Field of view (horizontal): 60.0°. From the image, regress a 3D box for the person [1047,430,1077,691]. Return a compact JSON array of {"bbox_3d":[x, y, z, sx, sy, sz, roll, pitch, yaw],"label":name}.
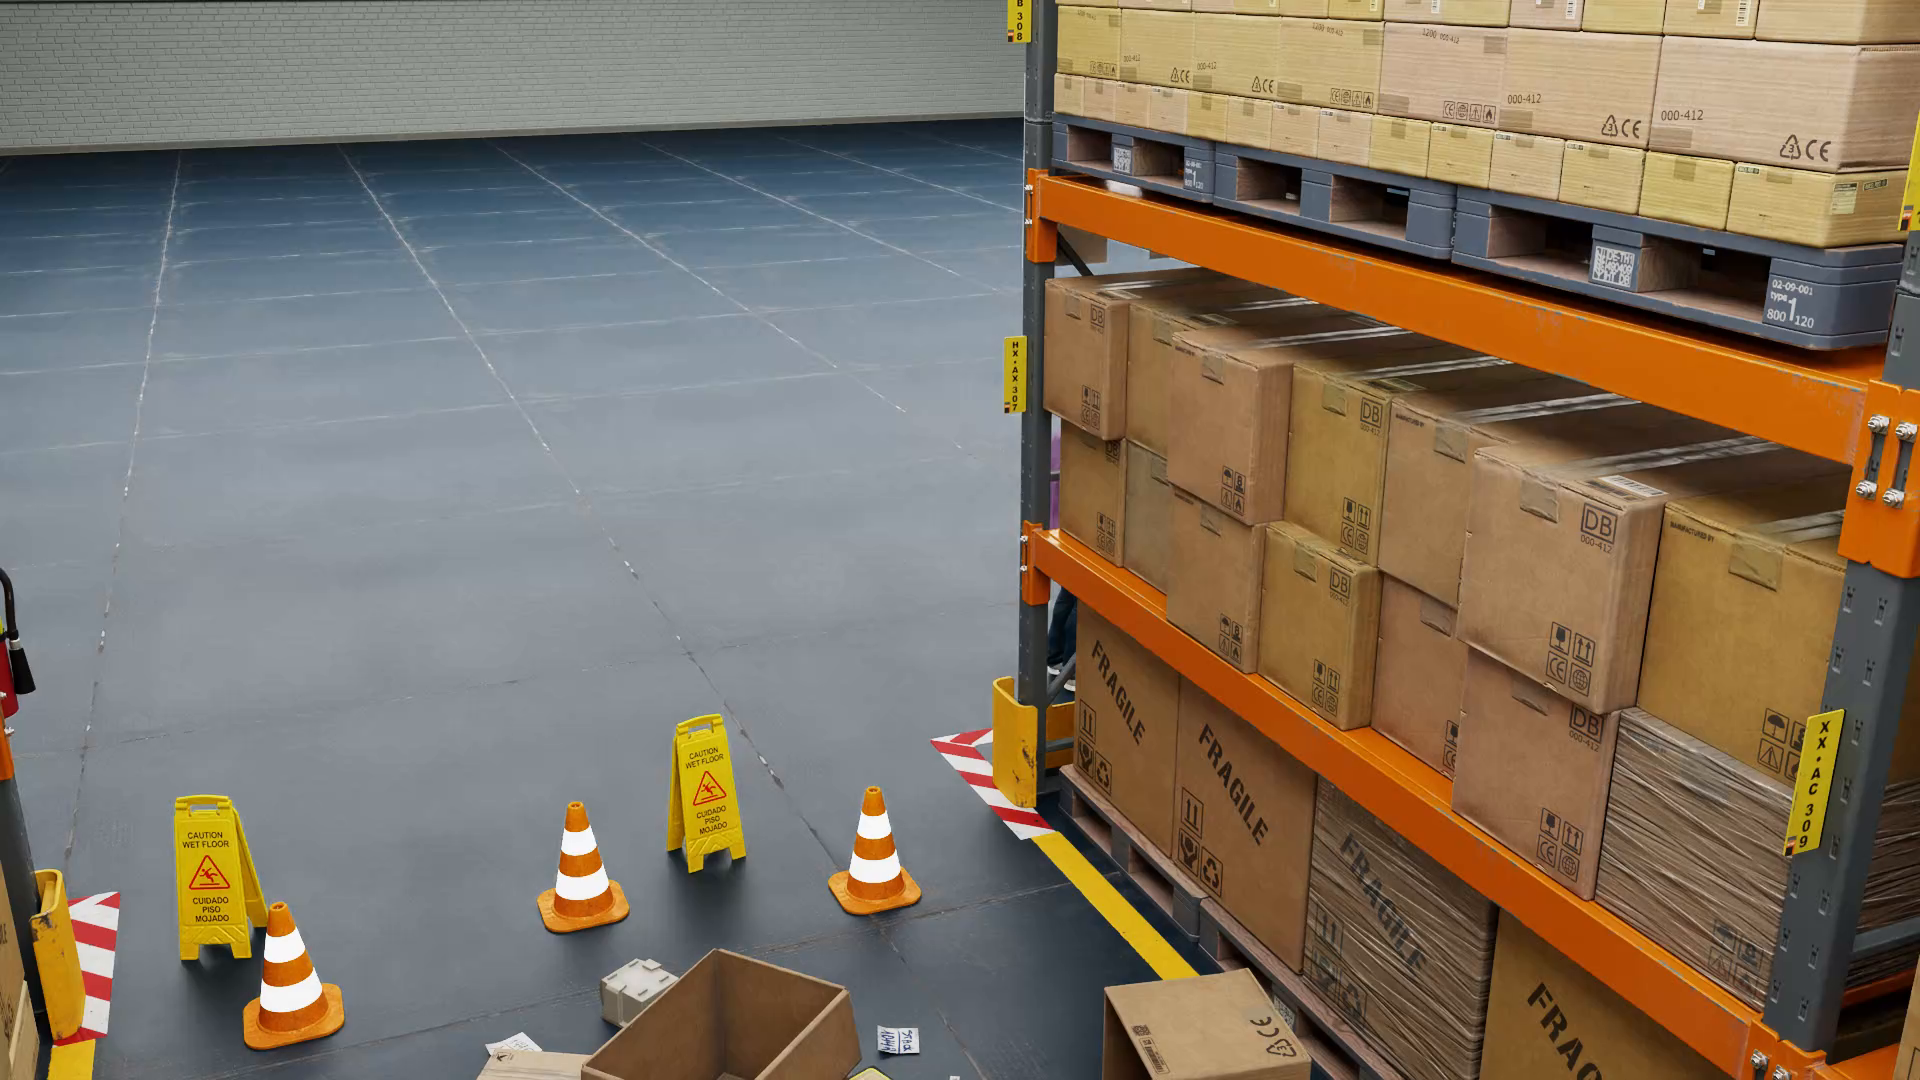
[{"bbox_3d":[0.602,-0.007,8.620,0.345,1.582,0.463,-6,20,-17],"label":"person"}]
